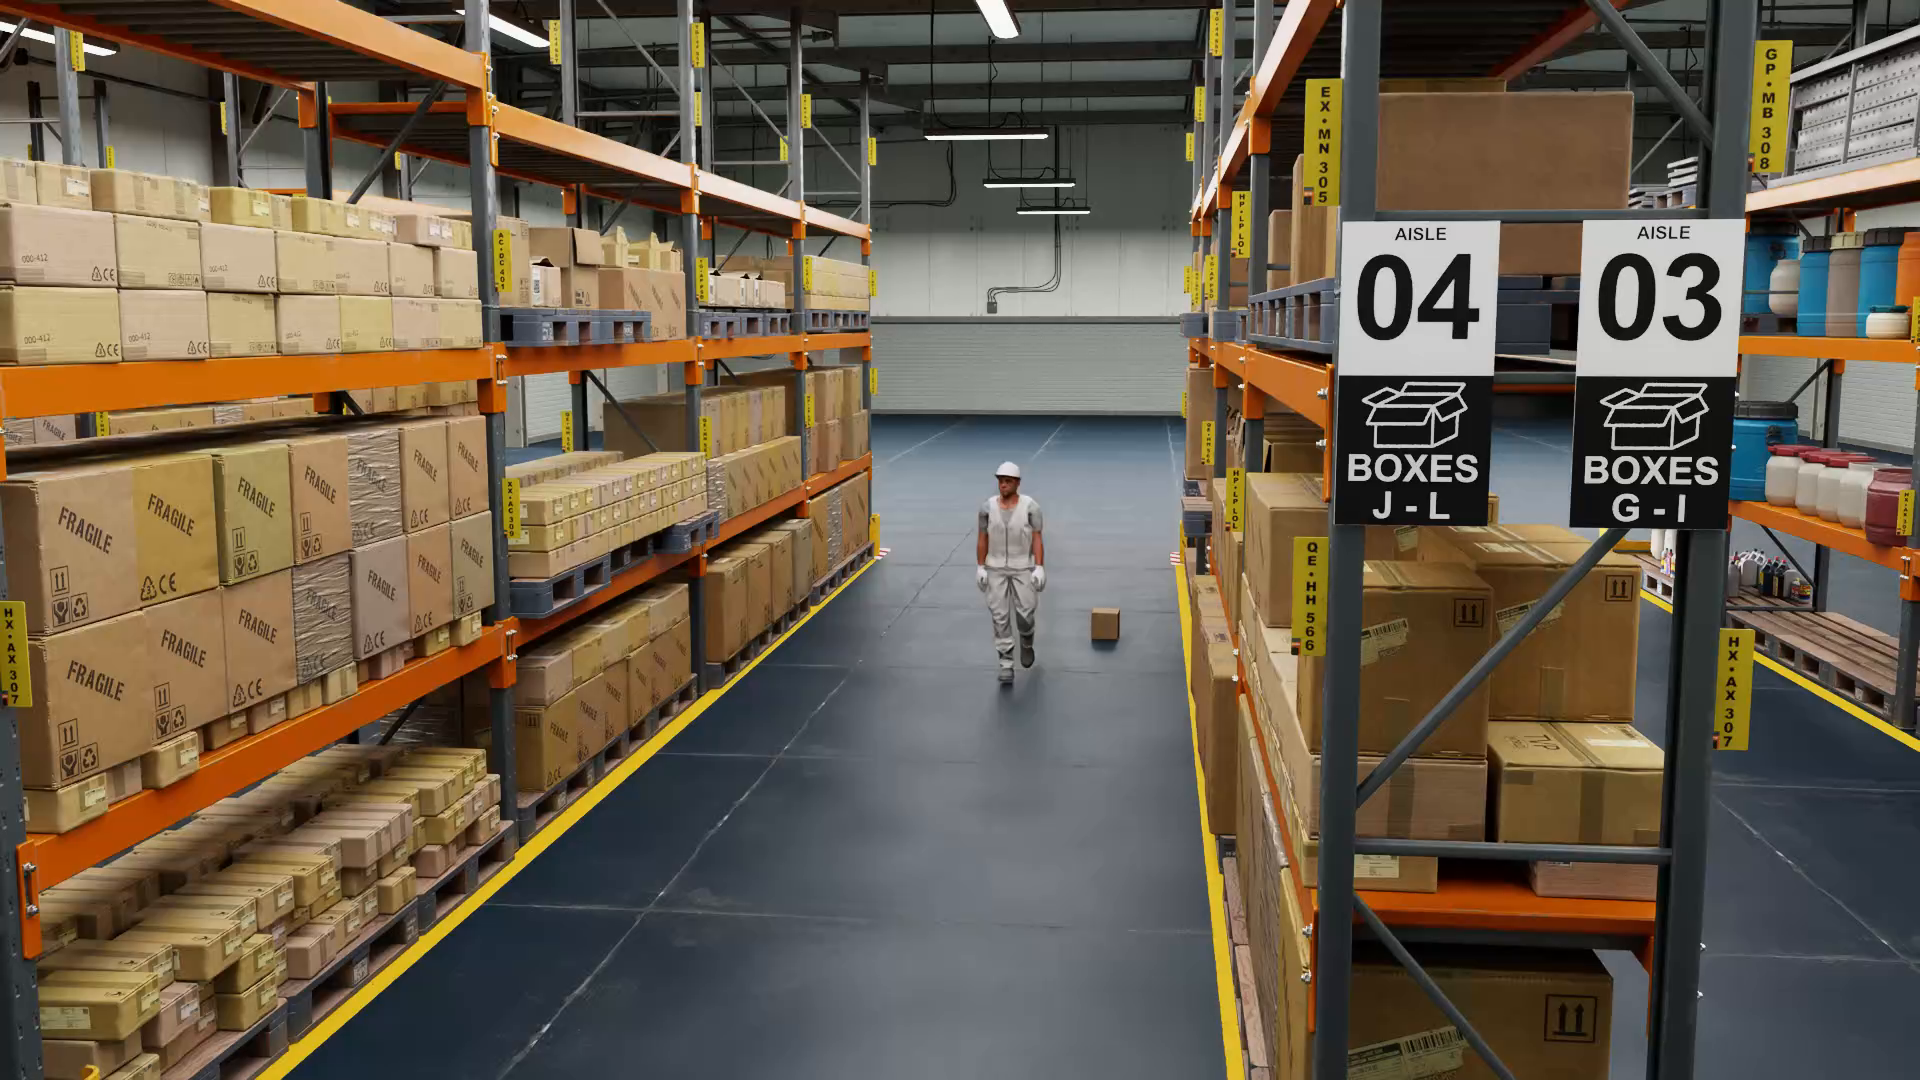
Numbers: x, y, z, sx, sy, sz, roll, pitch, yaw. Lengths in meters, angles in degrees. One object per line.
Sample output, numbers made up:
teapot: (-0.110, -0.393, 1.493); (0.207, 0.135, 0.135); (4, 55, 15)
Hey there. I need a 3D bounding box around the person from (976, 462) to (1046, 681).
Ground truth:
person: (0.420, 0.246, 13.624); (0.588, 1.781, 0.547); (2, 8, 13)
